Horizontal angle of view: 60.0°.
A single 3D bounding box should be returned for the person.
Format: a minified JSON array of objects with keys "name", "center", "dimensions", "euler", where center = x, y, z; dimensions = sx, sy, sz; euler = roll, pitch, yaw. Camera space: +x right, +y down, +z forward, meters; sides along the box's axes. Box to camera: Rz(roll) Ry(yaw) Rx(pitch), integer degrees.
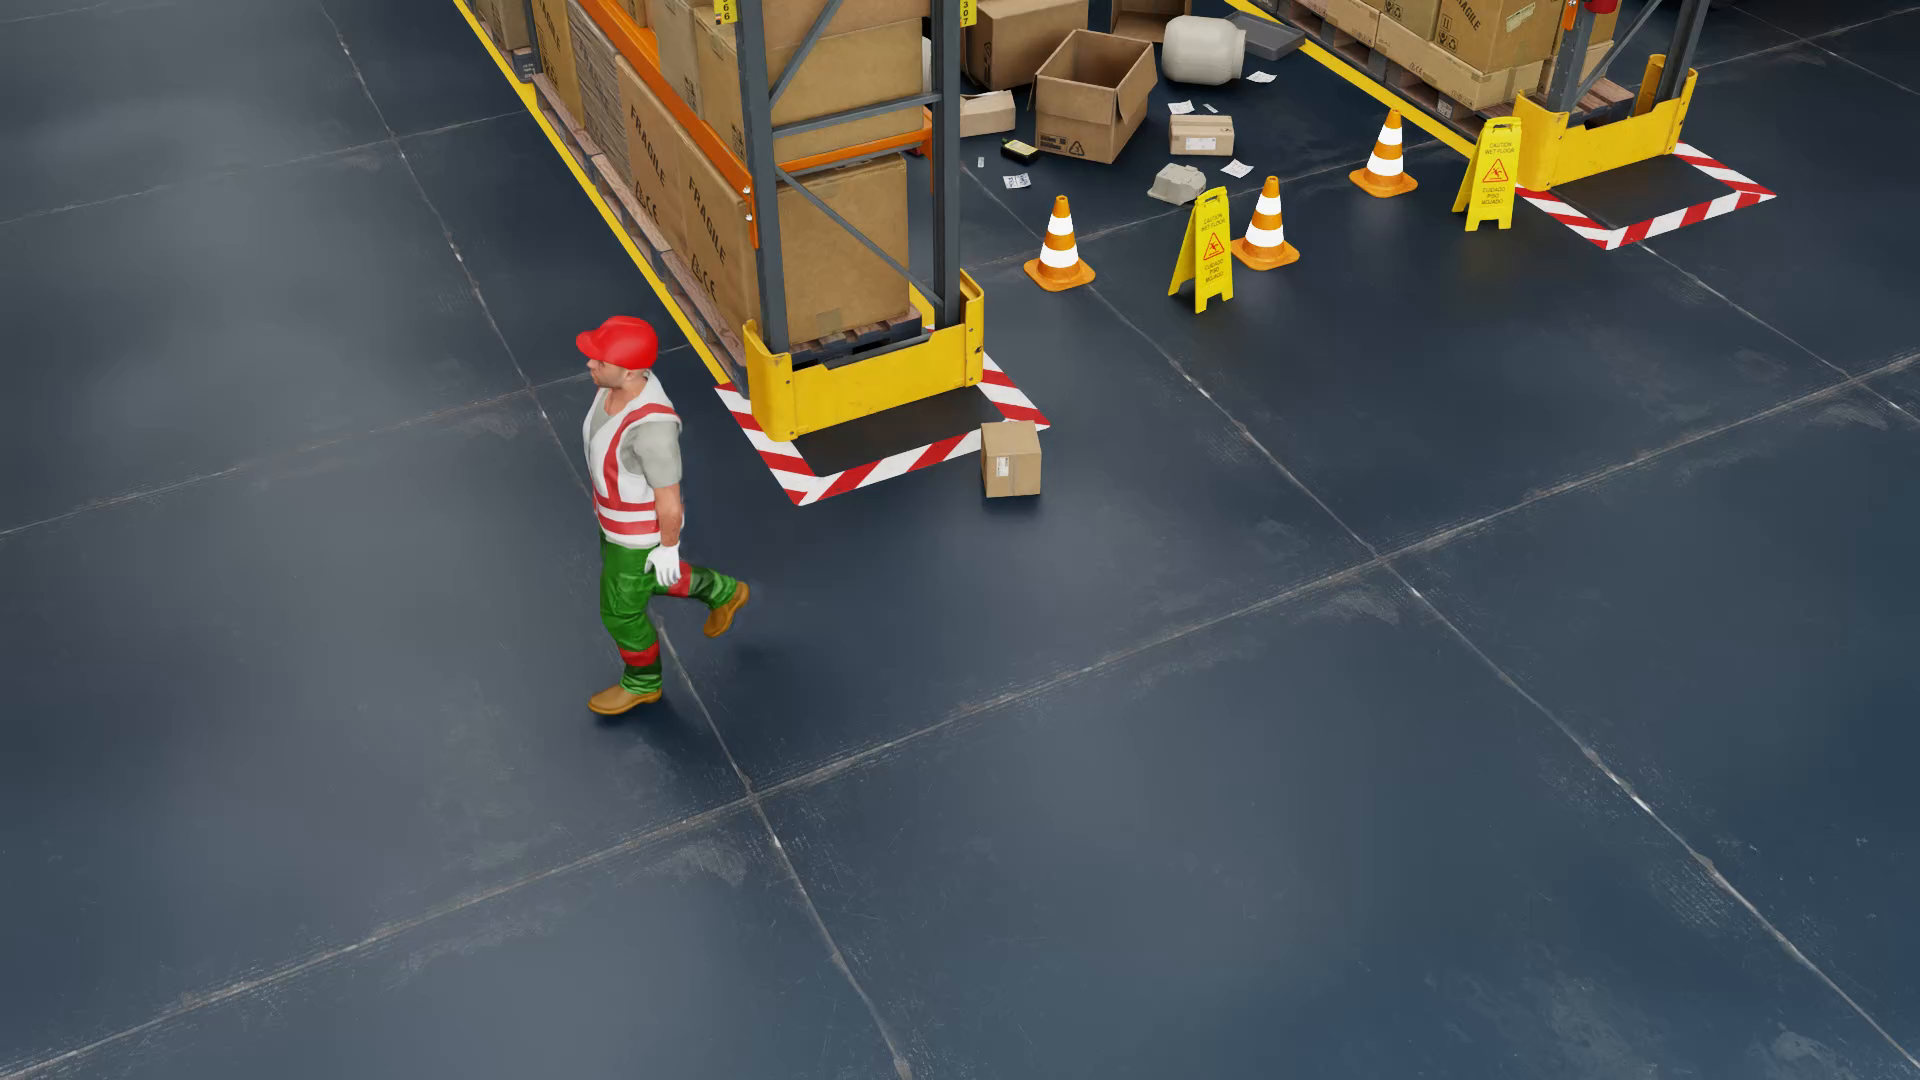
[{"name":"person","center":[-1.164,-0.102,6.238],"dimensions":[0.745,1.771,0.537],"euler":[-16,43,-17]}]
